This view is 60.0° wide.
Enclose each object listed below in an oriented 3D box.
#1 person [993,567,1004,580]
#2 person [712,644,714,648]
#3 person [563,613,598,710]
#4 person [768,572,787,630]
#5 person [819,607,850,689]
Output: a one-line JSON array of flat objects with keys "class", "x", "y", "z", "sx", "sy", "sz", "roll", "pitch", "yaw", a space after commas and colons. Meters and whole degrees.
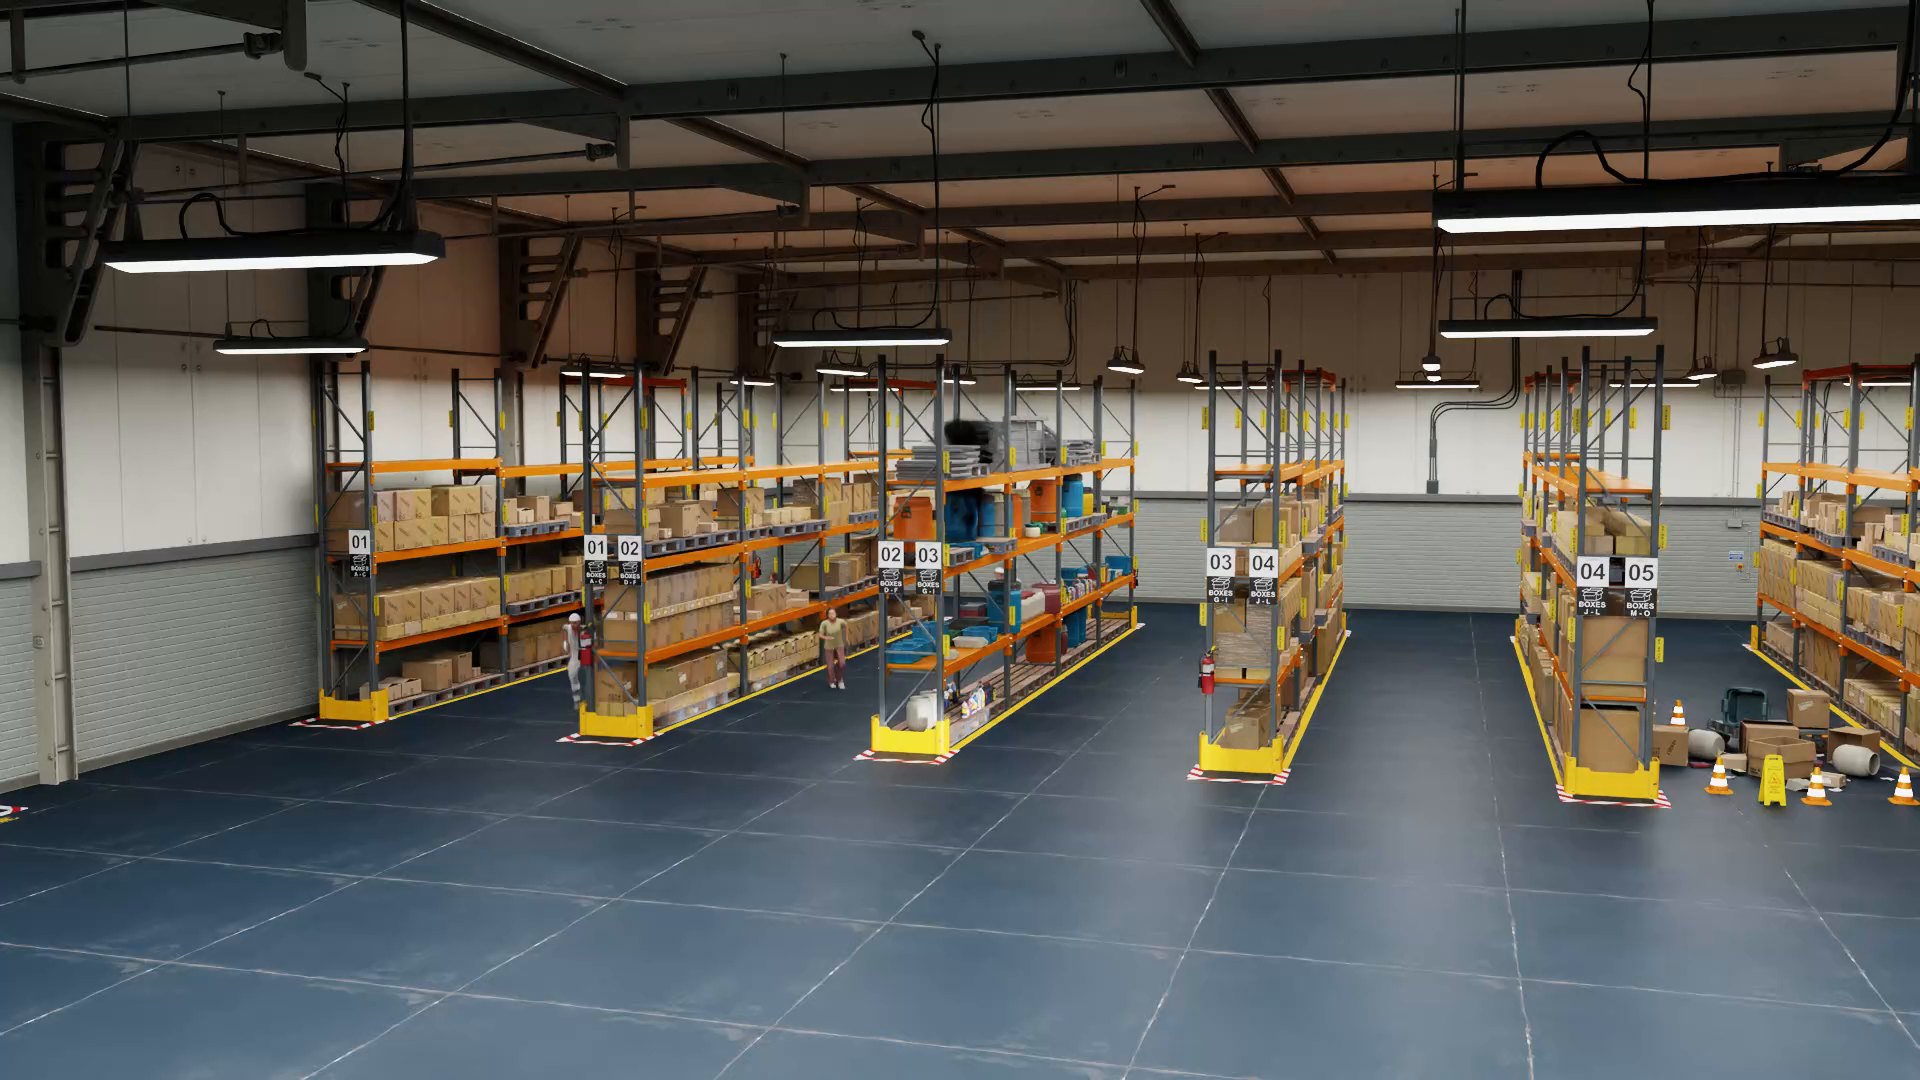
[{"class": "person", "x": 0.864, "y": 1.498, "z": 36.761, "sx": 0.635, "sy": 1.796, "sz": 0.715, "roll": 2, "pitch": 5, "yaw": 27}, {"class": "person", "x": -5.282, "y": 1.658, "z": 34.572, "sx": 0.679, "sy": 1.739, "sz": 0.587, "roll": 1, "pitch": 4, "yaw": 13}, {"class": "person", "x": -6.612, "y": 2.108, "z": 29.139, "sx": 0.714, "sy": 1.734, "sz": 1.028, "roll": 1, "pitch": 4, "yaw": 12}, {"class": "person", "x": -4.142, "y": 1.519, "z": 37.706, "sx": 0.541, "sy": 1.607, "sz": 0.733, "roll": 2, "pitch": 4, "yaw": 21}, {"class": "person", "x": -2.336, "y": 2.003, "z": 30.895, "sx": 0.586, "sy": 1.565, "sz": 0.854, "roll": 0, "pitch": 4, "yaw": -6}]
